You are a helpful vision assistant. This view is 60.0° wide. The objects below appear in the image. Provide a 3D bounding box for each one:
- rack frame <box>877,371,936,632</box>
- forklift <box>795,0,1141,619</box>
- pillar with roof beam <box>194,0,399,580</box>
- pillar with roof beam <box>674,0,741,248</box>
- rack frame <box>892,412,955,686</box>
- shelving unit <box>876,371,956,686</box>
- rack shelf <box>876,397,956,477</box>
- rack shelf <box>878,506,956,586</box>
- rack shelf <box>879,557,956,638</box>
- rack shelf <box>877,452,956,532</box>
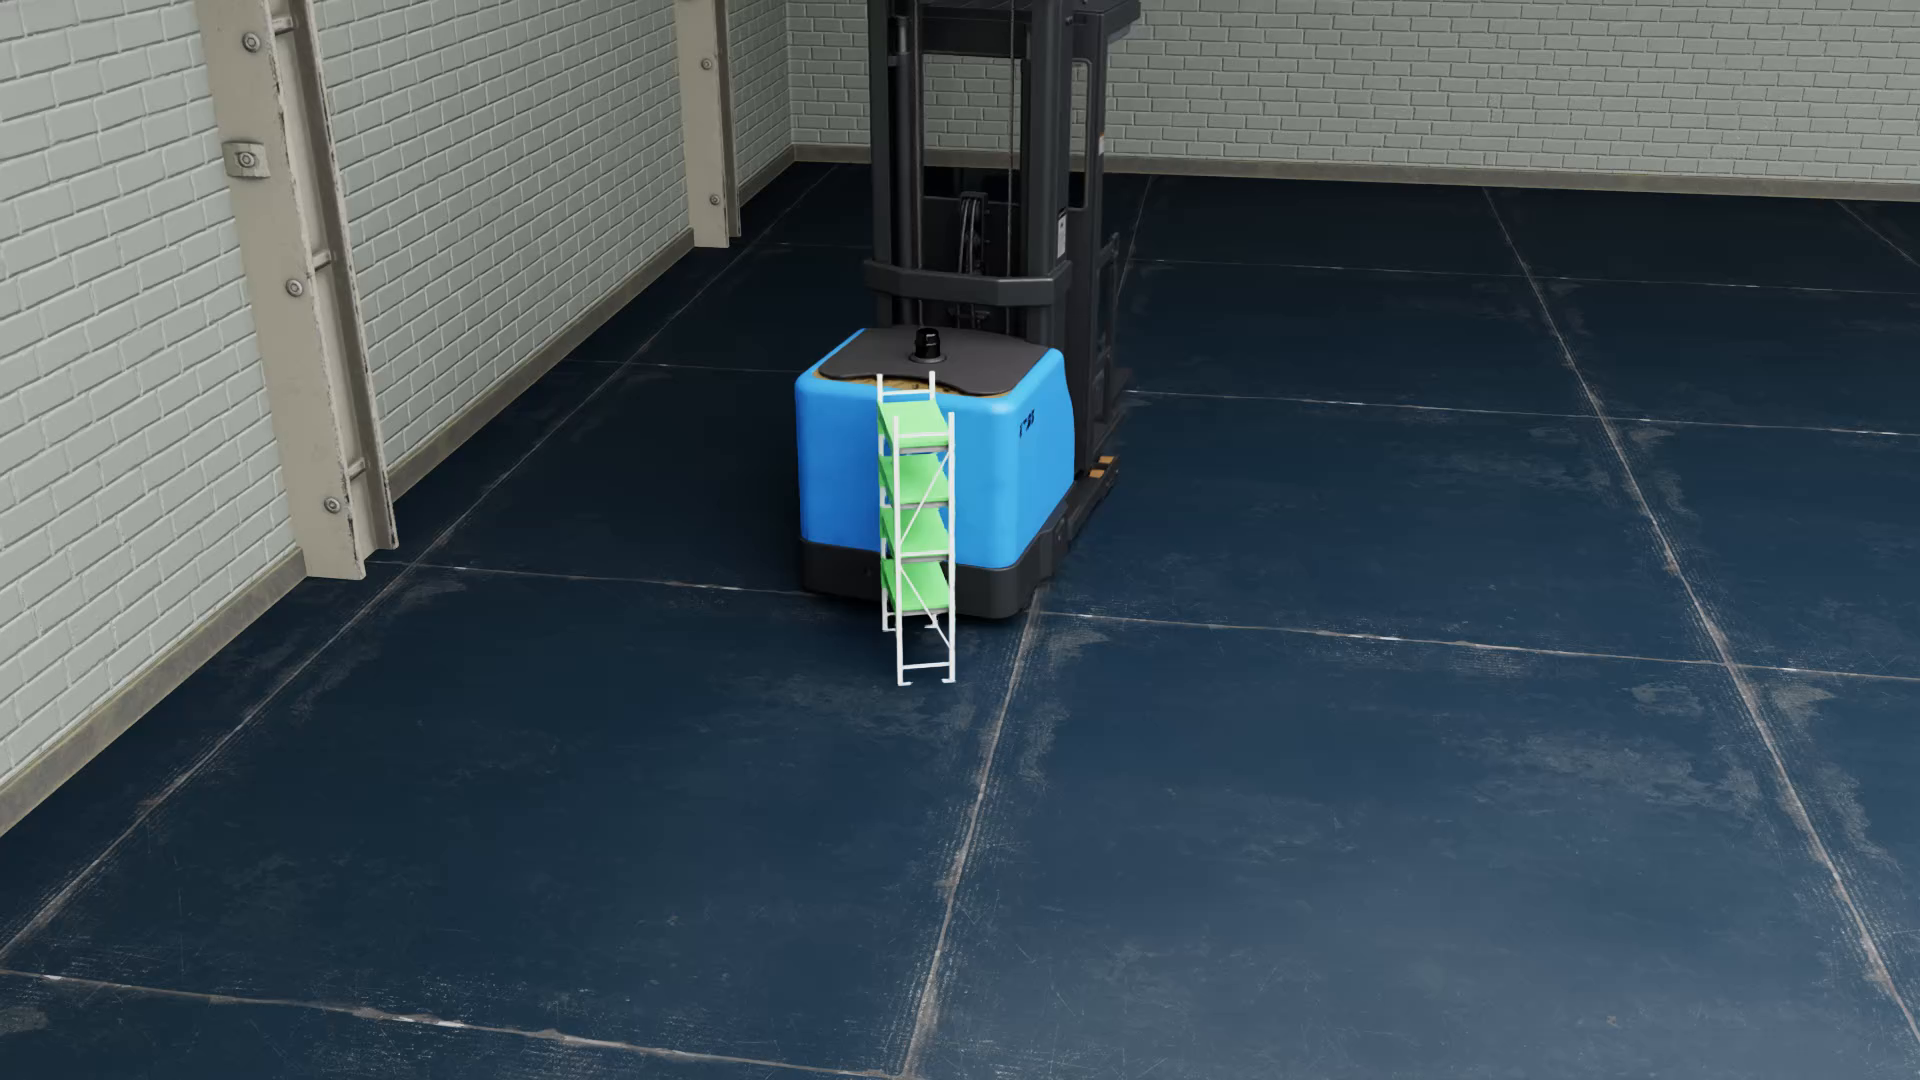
[{"bbox_3d":[-0.225,-0.148,7.151,0.240,1.200,0.015,-4,25,-9],"label":"rack frame"},{"bbox_3d":[0.218,-1.581,8.171,1.130,2.935,3.031,8,26,17],"label":"forklift"},{"bbox_3d":[1.300,-3.682,5.501,9.100,9.000,0.400,4,25,9],"label":"pillar with roof beam"},{"bbox_3d":[2.281,-6.191,10.862,9.100,9.000,0.400,4,25,9],"label":"pillar with roof beam"},{"bbox_3d":[-0.143,0.056,6.716,0.240,1.200,0.015,-4,25,-9],"label":"rack frame"},{"bbox_3d":[-0.184,-0.046,6.934,0.258,1.200,0.503,-4,25,-9],"label":"shelving unit"},{"bbox_3d":[-0.184,-0.423,6.757,0.258,0.148,0.480,-4,25,-9],"label":"rack shelf"},{"bbox_3d":[-0.184,0.012,6.961,0.258,0.148,0.480,-4,25,-9],"label":"rack shelf"},{"bbox_3d":[-0.184,0.229,7.062,0.258,0.148,0.480,-4,25,-9],"label":"rack shelf"},{"bbox_3d":[-0.184,-0.206,6.859,0.258,0.148,0.480,-4,25,-9],"label":"rack shelf"}]
